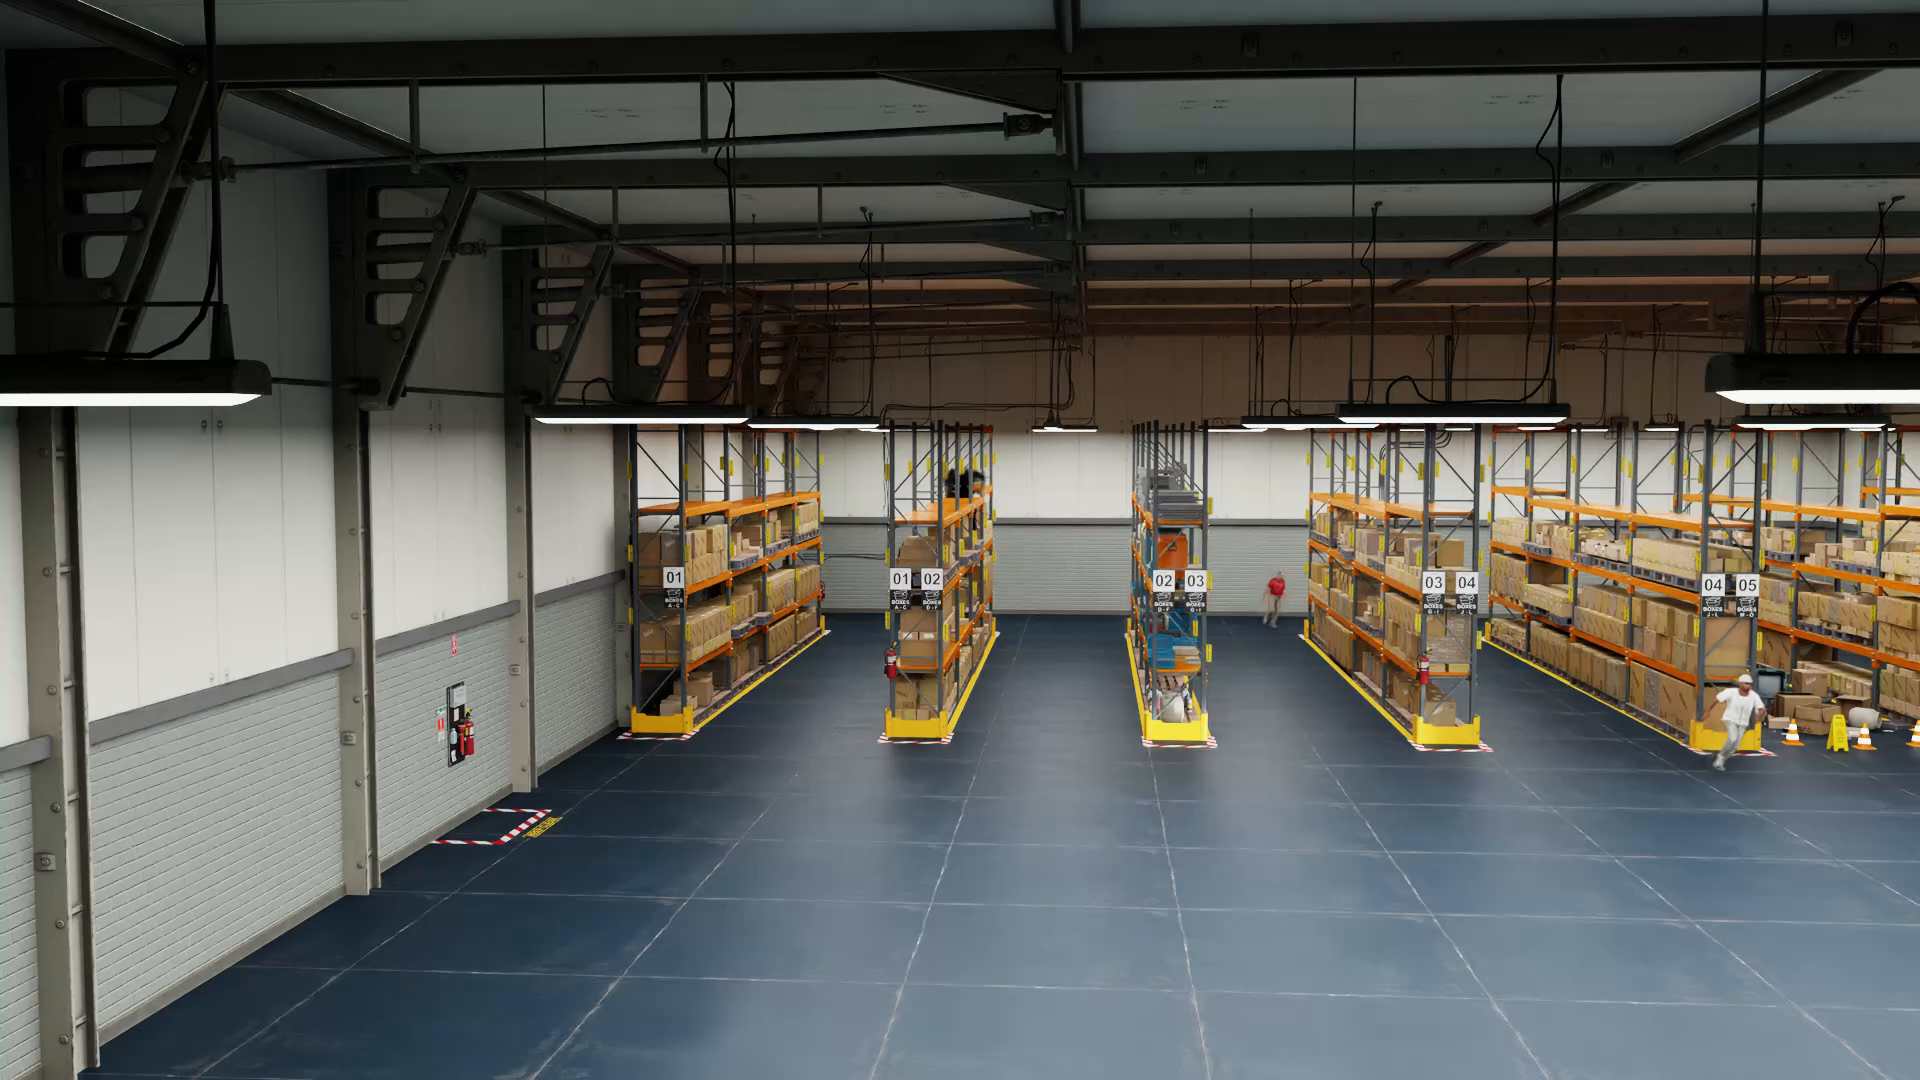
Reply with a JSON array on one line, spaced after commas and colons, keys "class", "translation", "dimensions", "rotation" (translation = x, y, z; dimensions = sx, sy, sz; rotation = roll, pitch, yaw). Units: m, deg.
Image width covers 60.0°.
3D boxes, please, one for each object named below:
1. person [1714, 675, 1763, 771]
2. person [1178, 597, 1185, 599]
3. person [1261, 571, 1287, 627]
[{"class": "person", "translation": [13.233, 3.112, 28.307], "dimensions": [0.794, 1.668, 0.585], "rotation": [0, 4, -5]}, {"class": "person", "translation": [6.122, 1.850, 48.057], "dimensions": [0.650, 1.683, 0.815], "rotation": [-3, 5, -41]}, {"class": "person", "translation": [9.356, 1.761, 49.543], "dimensions": [0.712, 1.702, 0.584], "rotation": [-2, 4, -26]}]
